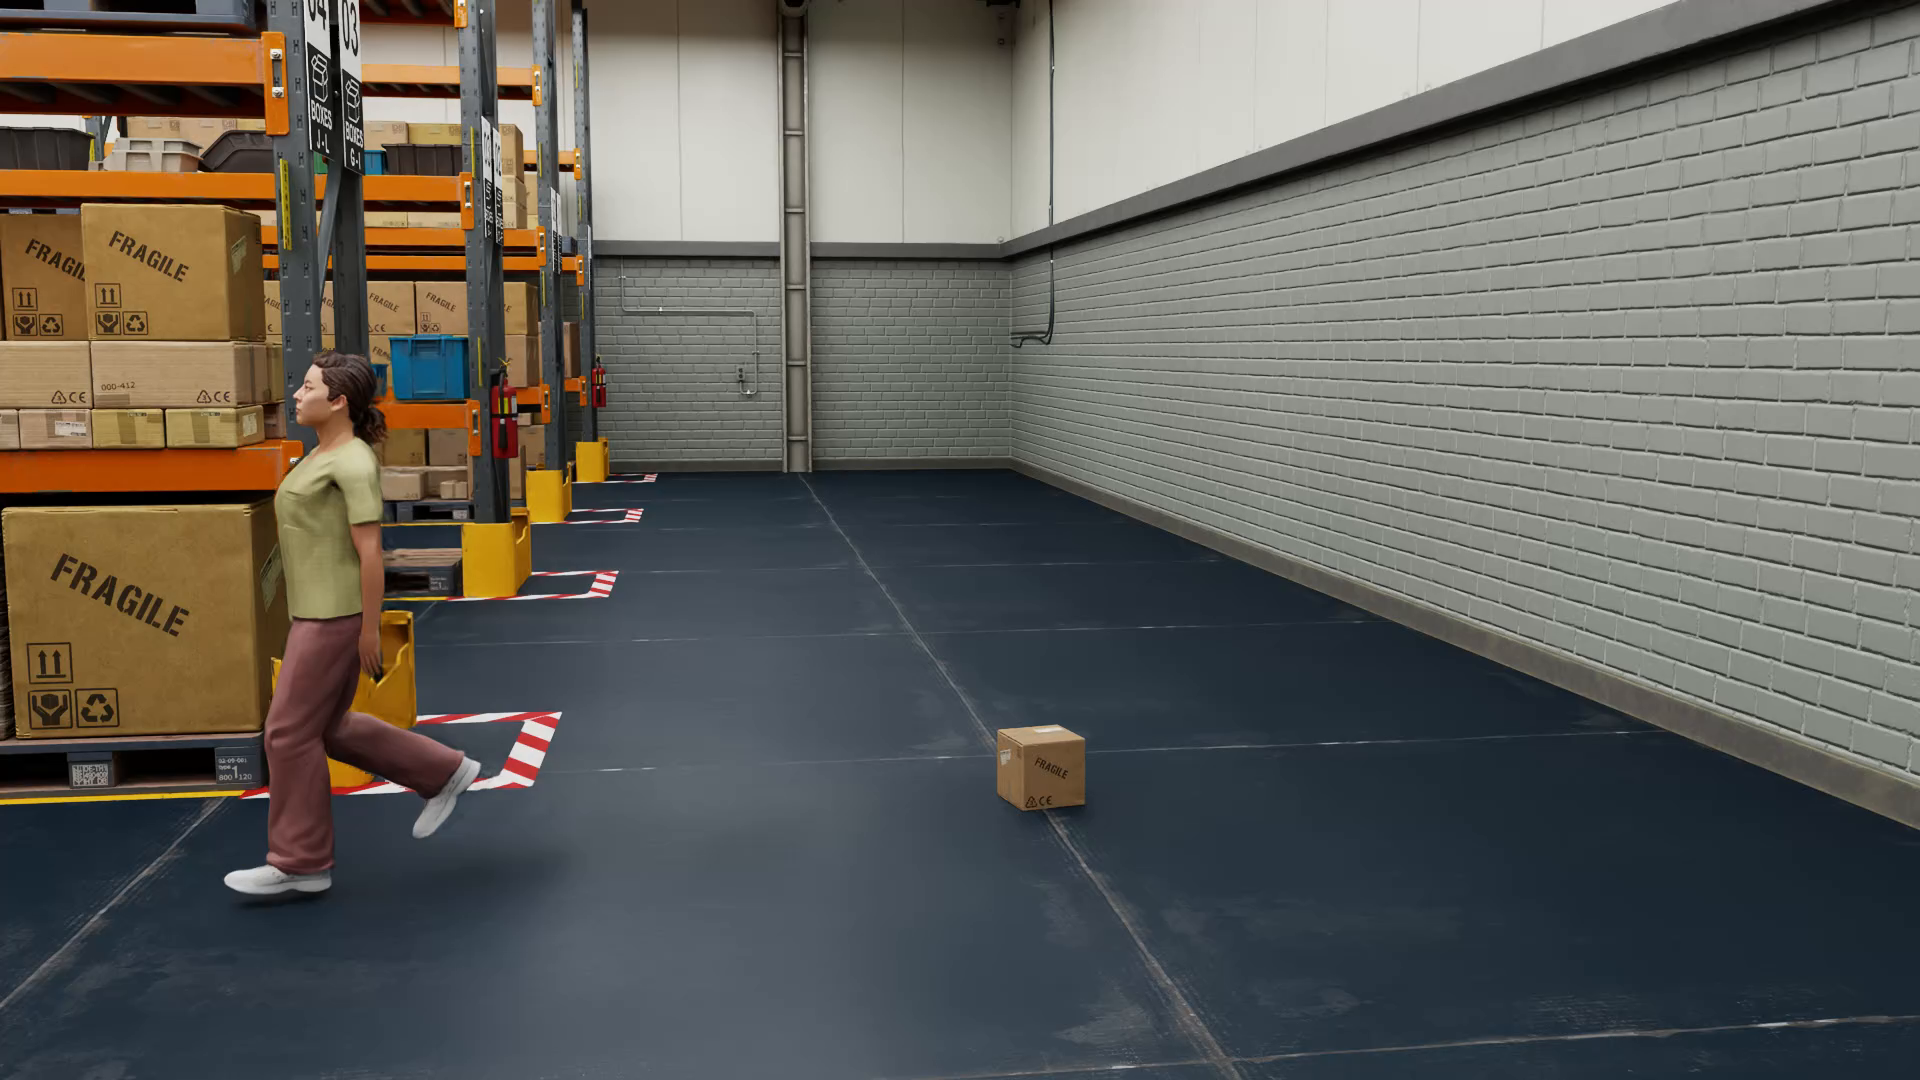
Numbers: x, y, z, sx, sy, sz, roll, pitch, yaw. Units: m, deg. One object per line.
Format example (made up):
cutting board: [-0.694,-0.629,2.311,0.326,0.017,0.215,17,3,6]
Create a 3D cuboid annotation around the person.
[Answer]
person: [-1.890,0.242,5.150,0.796,1.645,0.446,-4,8,-29]
